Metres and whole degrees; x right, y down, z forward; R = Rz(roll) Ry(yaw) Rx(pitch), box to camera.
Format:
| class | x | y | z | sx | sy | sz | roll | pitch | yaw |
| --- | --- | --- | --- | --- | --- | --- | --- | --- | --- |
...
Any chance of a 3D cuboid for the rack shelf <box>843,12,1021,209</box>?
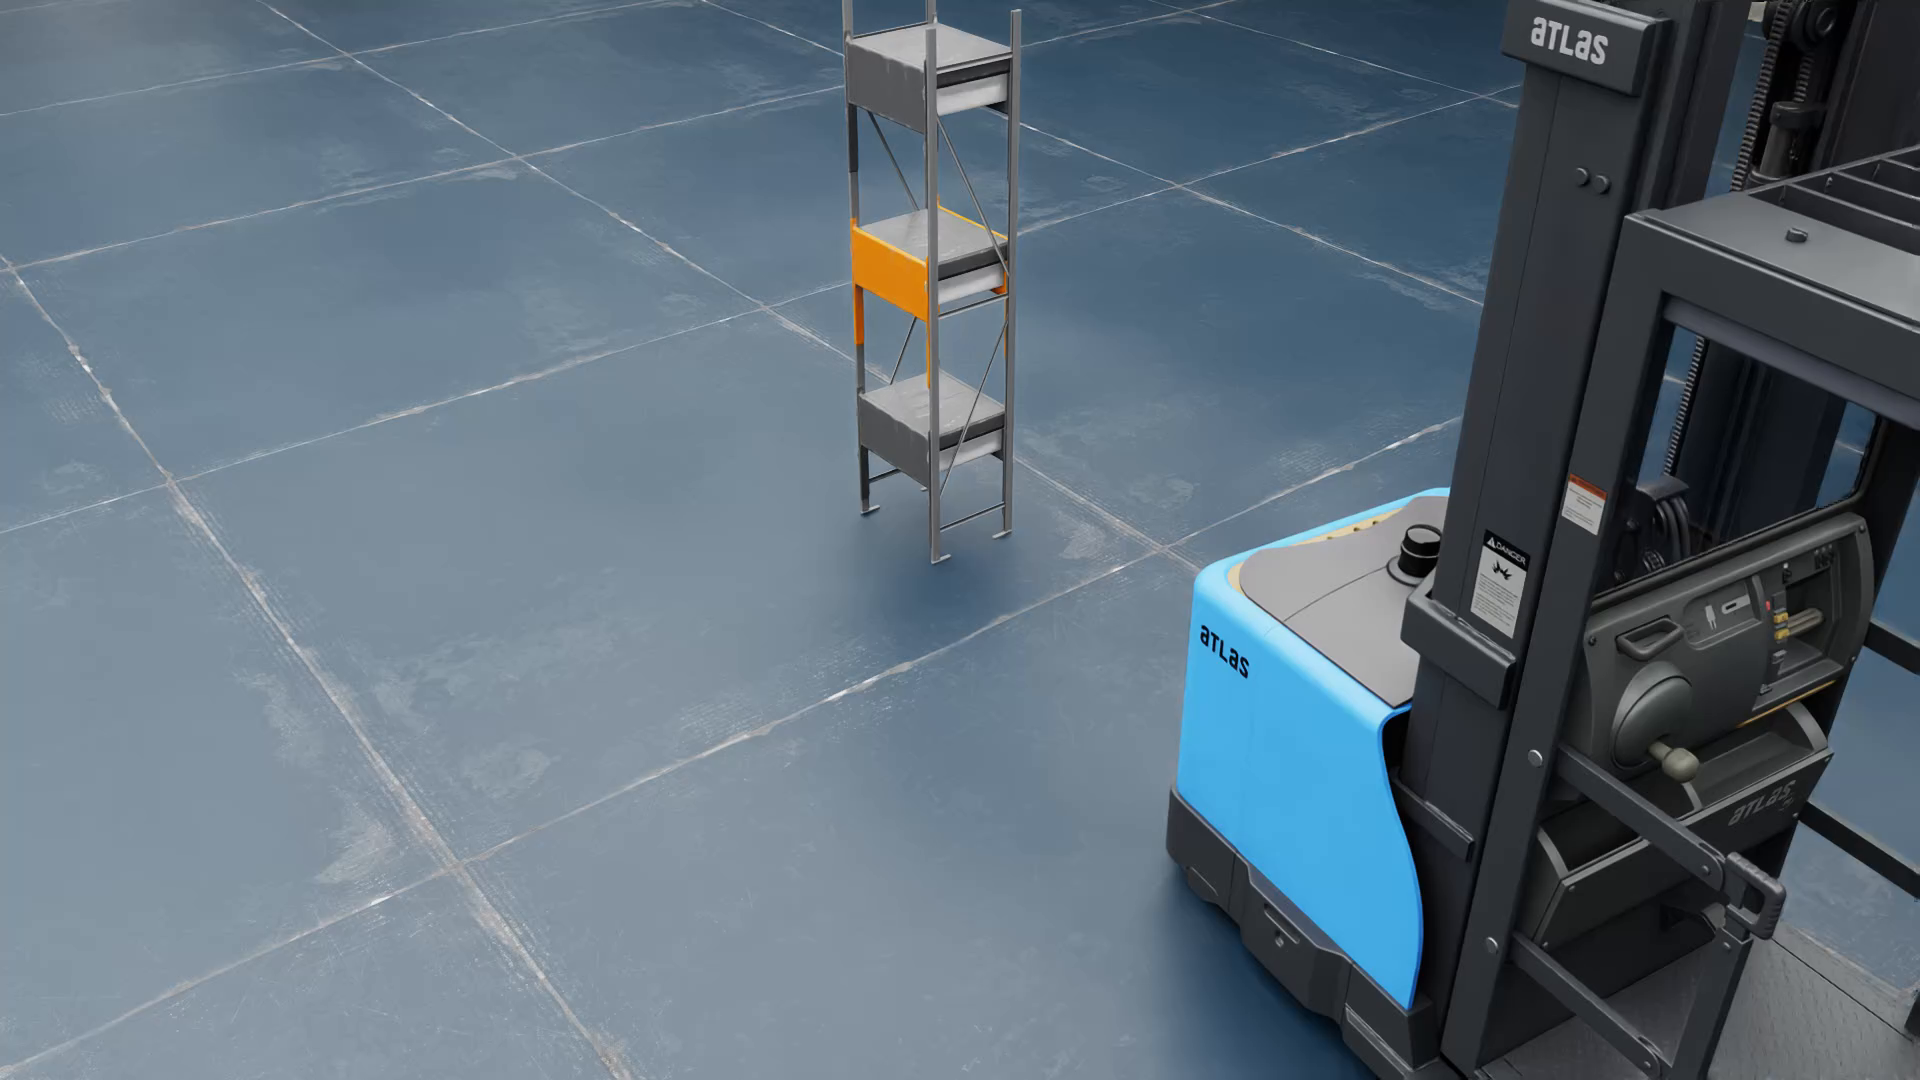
| class | x | y | z | sx | sy | sz | roll | pitch | yaw |
| --- | --- | --- | --- | --- | --- | --- | --- | --- | --- |
| rack shelf | -0.101 | -1.544 | 5.945 | 0.431 | 0.518 | 0.480 | -22 | 38 | -31 |

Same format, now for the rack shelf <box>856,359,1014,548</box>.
| class | x | y | z | sx | sy | sz | roll | pitch | yaw |
| --- | --- | --- | --- | --- | --- | --- | --- | --- | --- |
| rack shelf | -0.102 | -0.355 | 6.684 | 0.431 | 0.518 | 0.480 | -22 | 38 | -31 |

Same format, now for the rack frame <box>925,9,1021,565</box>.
| class | x | y | z | sx | sy | sz | roll | pitch | yaw |
| --- | --- | --- | --- | --- | --- | --- | --- | --- | --- |
| rack frame | 0.048 | -0.859 | 6.143 | 0.400 | 2.100 | 0.015 | -22 | 38 | -31 |

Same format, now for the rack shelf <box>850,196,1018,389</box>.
| class | x | y | z | sx | sy | sz | roll | pitch | yaw |
| --- | --- | --- | --- | --- | --- | --- | --- | --- | --- |
| rack shelf | -0.101 | -0.949 | 6.314 | 0.431 | 0.518 | 0.480 | -22 | 38 | -31 |

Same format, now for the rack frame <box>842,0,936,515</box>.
| class | x | y | z | sx | sy | sz | roll | pitch | yaw |
| --- | --- | --- | --- | --- | --- | --- | --- | --- | --- |
| rack frame | -0.251 | -1.063 | 6.471 | 0.400 | 2.100 | 0.015 | -22 | 38 | -31 |

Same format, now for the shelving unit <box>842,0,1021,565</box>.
| class | x | y | z | sx | sy | sz | roll | pitch | yaw |
| --- | --- | --- | --- | --- | --- | --- | --- | --- | --- |
| shelving unit | -0.101 | -0.961 | 6.307 | 0.431 | 2.100 | 0.503 | -22 | 38 | -31 |

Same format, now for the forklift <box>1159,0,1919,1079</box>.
| class | x | y | z | sx | sy | sz | roll | pitch | yaw |
| --- | --- | --- | --- | --- | --- | --- | --- | --- | --- |
| forklift | 1.791 | 0.273 | 3.533 | 1.130 | 2.935 | 3.031 | -17 | 36 | -25 |
